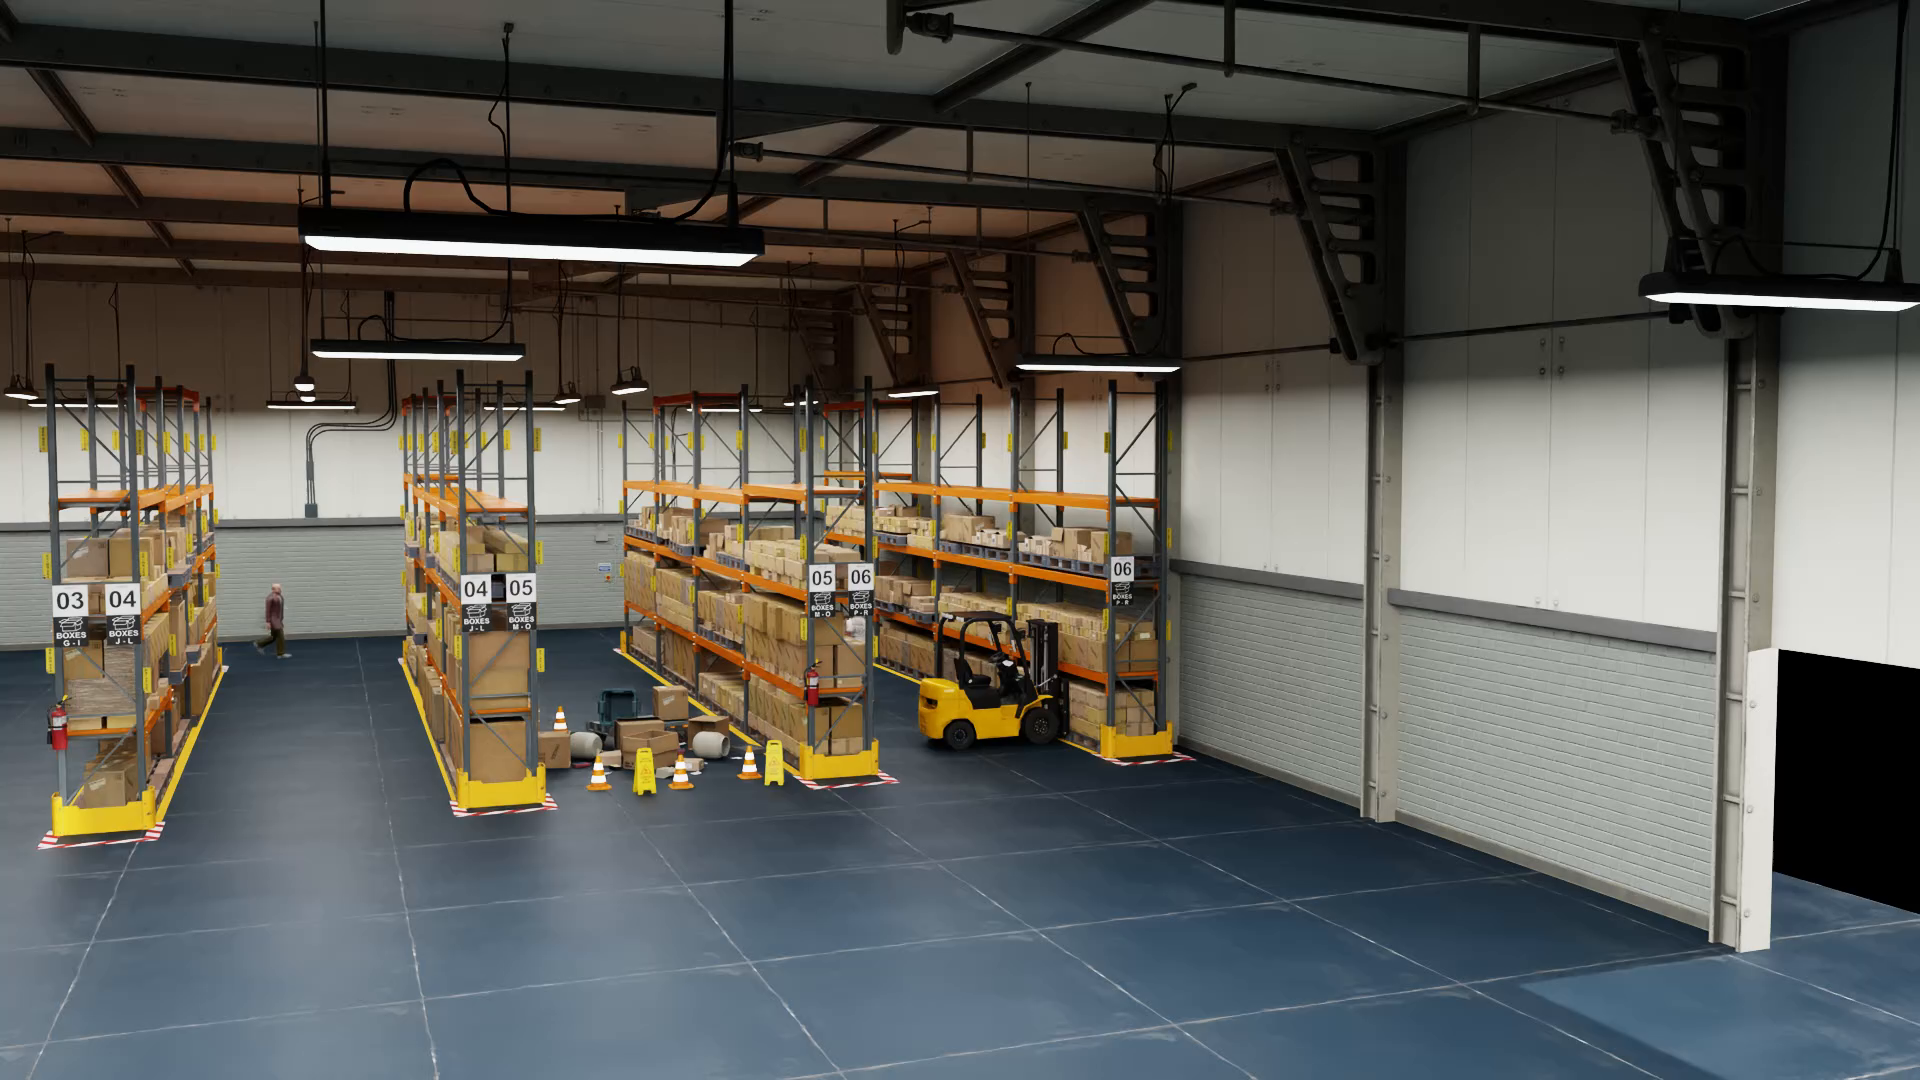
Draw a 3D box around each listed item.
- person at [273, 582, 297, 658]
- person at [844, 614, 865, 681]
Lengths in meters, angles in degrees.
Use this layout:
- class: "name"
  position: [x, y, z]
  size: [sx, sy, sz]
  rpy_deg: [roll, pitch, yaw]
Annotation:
- class: "person"
  position: [-15.683, 1.853, 38.568]
  size: [0.510, 1.784, 0.599]
  rpy_deg: [0, 3, 2]
- class: "person"
  position: [-2.050, 1.990, 32.802]
  size: [0.656, 1.789, 0.424]
  rpy_deg: [0, 3, -7]
